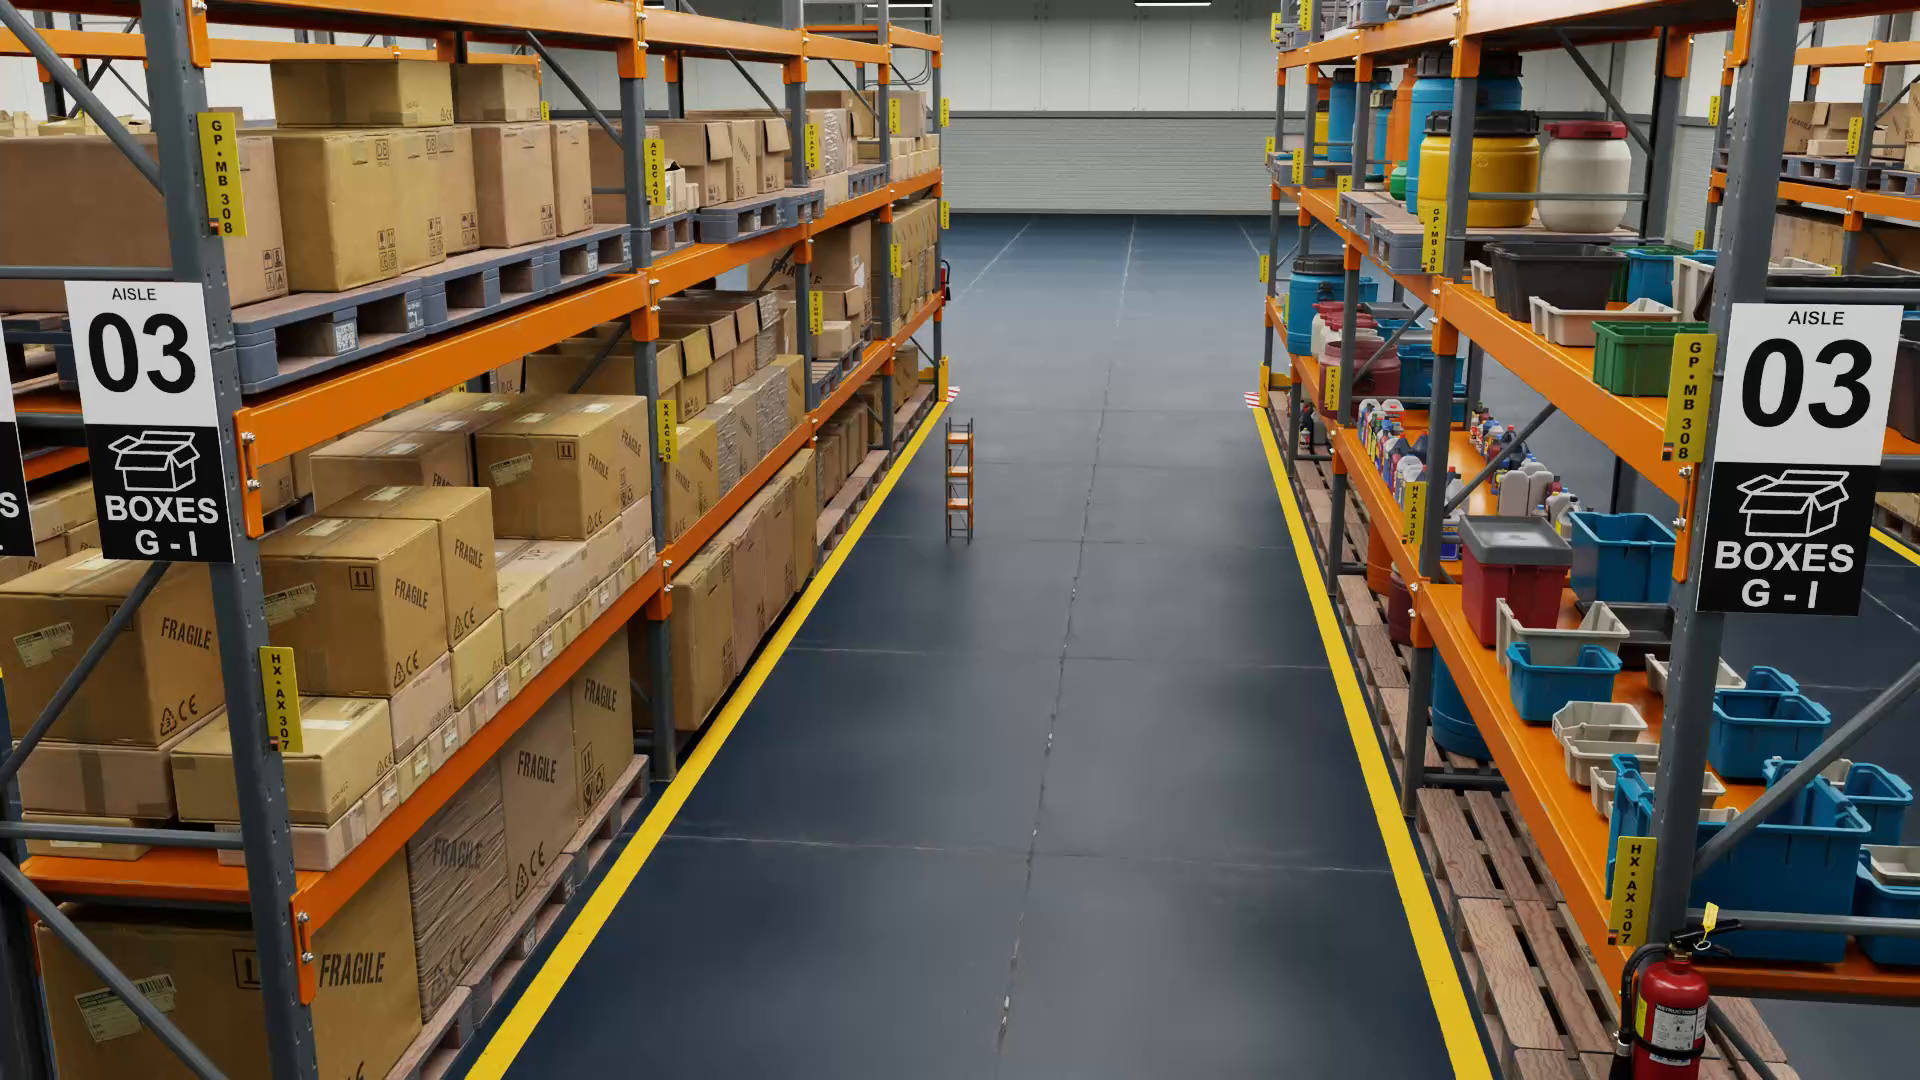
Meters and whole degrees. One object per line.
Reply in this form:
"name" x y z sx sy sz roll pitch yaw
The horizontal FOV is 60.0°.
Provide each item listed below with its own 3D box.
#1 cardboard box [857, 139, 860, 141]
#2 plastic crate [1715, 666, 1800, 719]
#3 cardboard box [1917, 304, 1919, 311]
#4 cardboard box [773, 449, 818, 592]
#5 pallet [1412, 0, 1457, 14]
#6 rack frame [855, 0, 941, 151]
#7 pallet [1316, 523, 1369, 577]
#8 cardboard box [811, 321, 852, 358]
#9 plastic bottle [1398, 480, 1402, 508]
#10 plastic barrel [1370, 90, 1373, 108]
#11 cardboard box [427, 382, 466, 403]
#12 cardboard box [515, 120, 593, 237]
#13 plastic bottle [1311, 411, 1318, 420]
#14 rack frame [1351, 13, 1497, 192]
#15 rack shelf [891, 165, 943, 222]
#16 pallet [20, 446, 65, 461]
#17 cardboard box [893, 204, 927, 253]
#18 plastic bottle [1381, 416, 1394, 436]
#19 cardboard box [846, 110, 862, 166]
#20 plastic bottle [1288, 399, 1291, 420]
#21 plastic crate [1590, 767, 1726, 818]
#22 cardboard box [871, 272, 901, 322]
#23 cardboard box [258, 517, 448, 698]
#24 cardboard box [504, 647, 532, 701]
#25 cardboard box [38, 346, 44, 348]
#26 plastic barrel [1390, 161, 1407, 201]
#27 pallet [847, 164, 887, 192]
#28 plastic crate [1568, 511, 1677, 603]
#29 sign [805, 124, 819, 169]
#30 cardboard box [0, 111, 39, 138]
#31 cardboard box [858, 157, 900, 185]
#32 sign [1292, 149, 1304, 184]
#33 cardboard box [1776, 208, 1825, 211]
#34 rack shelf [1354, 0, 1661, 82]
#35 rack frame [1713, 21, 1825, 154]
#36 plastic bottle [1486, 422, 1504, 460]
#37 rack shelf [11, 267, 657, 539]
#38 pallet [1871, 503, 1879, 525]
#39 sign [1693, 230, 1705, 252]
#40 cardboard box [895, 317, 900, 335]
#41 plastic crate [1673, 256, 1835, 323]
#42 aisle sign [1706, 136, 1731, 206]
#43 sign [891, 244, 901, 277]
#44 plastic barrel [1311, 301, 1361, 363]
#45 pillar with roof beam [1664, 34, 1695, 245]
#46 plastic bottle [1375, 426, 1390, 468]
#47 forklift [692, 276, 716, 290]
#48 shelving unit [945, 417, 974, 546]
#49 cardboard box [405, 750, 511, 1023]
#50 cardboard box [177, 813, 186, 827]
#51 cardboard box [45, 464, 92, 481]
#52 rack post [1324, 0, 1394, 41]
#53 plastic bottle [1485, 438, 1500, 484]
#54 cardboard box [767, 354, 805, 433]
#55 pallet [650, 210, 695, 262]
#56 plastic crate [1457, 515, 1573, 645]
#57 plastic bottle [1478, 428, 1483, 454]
"cardboard box" -1.262 -4.137 17.493 0.380 0.149 0.250 2 15 8
"plastic crate" 2.921 0.631 6.286 0.416 0.233 0.300 2 15 6
"cardboard box" 8.703 -2.076 15.901 0.700 0.500 0.500 1 15 5
"cardboard box" -1.733 -0.166 12.296 1.225 0.875 0.875 1 15 4
"pallet" 2.898 -2.812 8.448 1.003 0.211 1.213 2 15 6
"rack frame" -0.732 -6.138 19.624 1.000 3.000 0.127 2 15 6
"pallet" 3.413 0.125 13.297 1.003 0.211 1.213 2 15 6
"cardboard box" -1.217 -1.726 14.281 0.500 0.250 0.500 1 15 5
"plastic bottle" 2.658 -0.291 9.874 0.097 0.201 0.097 0 15 0
"plastic barrel" 3.896 -3.611 15.062 0.600 0.901 0.708 2 15 6
"cardboard box" -5.960 -1.715 18.026 0.875 0.875 0.875 2 15 7
"cardboard box" -2.115 -1.673 7.667 0.700 0.500 0.500 1 15 3
"plastic bottle" 3.696 -1.184 17.170 0.152 0.276 0.135 2 15 6
"rack frame" 3.287 -3.918 11.411 1.000 3.000 0.127 2 15 6
"rack shelf" -0.958 -3.824 18.191 1.077 0.370 4.000 2 15 6
"pallet" -6.734 -0.733 11.493 1.003 0.211 1.213 2 15 6
"cardboard box" -0.658 -3.508 18.710 0.500 0.500 0.500 2 15 6
"plastic bottle" 2.885 -0.706 11.272 0.097 0.271 0.097 0 15 0
"cardboard box" -1.335 -3.787 15.670 0.797 0.503 0.637 1 15 3
"plastic bottle" 3.637 -1.442 18.132 0.097 0.271 0.097 0 15 0
"plastic crate" 2.343 0.860 5.626 0.396 0.136 0.243 2 15 6
"cardboard box" -1.071 -2.512 16.943 0.875 0.500 0.500 2 15 6
"cardboard box" -2.158 0.228 5.854 0.500 0.500 0.500 1 15 5
"cardboard box" -1.997 0.547 6.873 0.380 0.149 0.250 1 15 5
"cardboard box" -6.271 -1.303 11.772 0.380 0.149 0.250 2 15 6
"plastic barrel" 2.939 -2.329 10.777 0.294 0.245 0.294 0 15 0
"pallet" -1.359 -3.405 15.623 1.213 0.211 1.003 2 15 6
"plastic crate" 3.122 0.126 7.867 0.392 0.384 0.575 2 15 6
"sign" -1.084 -2.885 12.196 0.100 0.325 0.005 2 15 6
"cardboard box" -6.464 -2.759 11.214 0.396 0.266 0.258 2 15 6
"cardboard box" -0.878 -3.690 16.602 0.500 0.250 0.500 1 15 4
"sign" 3.193 -3.531 15.708 0.100 0.325 0.005 2 15 6
"cardboard box" 8.985 -3.353 18.140 0.700 0.500 0.500 1 15 5
"rack shelf" 3.061 -2.859 9.639 1.077 0.370 4.000 2 15 6
"rack frame" 9.111 -5.846 18.541 1.000 3.000 0.127 2 15 6
"plastic bottle" 3.564 -0.652 11.073 0.097 0.271 0.097 0 15 0
"rack shelf" -2.312 -0.712 6.681 1.077 0.370 4.000 2 15 6
"pallet" 8.615 -0.374 15.141 1.003 0.211 1.213 2 15 6
"sign" 8.560 -3.424 19.267 0.100 0.325 0.005 2 15 6
"cardboard box" -0.819 -2.195 17.015 0.380 0.149 0.250 2 15 6
"plastic crate" 2.941 -0.903 6.237 0.437 0.282 0.530 2 15 6
"aisle sign" 8.814 -4.231 19.081 0.394 0.787 0.004 2 15 6
"sign" -0.631 -2.749 16.362 0.100 0.325 0.005 2 15 6
"plastic barrel" 3.412 -1.883 15.119 0.433 0.535 0.433 0 15 0
"pillar with roof beam" 13.244 -11.845 40.728 9.100 9.000 0.400 2 15 6
"plastic bottle" 2.783 -0.613 10.930 0.097 0.271 0.097 0 15 0
"forklift" -3.031 -1.915 15.630 1.130 2.935 3.031 8 17 27
"shelving unit" -0.006 -0.493 13.974 0.215 1.050 0.252 2 15 6
"cardboard box" -2.442 1.326 6.778 0.875 0.875 0.875 2 15 6
"cardboard box" -2.797 0.859 5.720 0.380 0.149 0.250 2 15 7
"cardboard box" -6.414 -0.382 12.374 0.500 0.250 0.500 2 15 7
"rack post" 3.601 -4.538 13.323 1.013 1.000 3.121 2 15 6
"plastic bottle" 3.372 -0.508 10.517 0.061 0.283 0.133 2 15 6
"cardboard box" -1.444 -1.081 12.220 0.500 0.500 0.500 2 15 8
"pallet" -2.031 -1.725 9.415 0.805 0.209 1.217 1 15 4
"plastic crate" 2.485 0.180 7.512 0.402 0.464 0.583 2 15 6
"plastic bottle" 3.597 -0.694 11.362 0.097 0.201 0.097 0 15 0
